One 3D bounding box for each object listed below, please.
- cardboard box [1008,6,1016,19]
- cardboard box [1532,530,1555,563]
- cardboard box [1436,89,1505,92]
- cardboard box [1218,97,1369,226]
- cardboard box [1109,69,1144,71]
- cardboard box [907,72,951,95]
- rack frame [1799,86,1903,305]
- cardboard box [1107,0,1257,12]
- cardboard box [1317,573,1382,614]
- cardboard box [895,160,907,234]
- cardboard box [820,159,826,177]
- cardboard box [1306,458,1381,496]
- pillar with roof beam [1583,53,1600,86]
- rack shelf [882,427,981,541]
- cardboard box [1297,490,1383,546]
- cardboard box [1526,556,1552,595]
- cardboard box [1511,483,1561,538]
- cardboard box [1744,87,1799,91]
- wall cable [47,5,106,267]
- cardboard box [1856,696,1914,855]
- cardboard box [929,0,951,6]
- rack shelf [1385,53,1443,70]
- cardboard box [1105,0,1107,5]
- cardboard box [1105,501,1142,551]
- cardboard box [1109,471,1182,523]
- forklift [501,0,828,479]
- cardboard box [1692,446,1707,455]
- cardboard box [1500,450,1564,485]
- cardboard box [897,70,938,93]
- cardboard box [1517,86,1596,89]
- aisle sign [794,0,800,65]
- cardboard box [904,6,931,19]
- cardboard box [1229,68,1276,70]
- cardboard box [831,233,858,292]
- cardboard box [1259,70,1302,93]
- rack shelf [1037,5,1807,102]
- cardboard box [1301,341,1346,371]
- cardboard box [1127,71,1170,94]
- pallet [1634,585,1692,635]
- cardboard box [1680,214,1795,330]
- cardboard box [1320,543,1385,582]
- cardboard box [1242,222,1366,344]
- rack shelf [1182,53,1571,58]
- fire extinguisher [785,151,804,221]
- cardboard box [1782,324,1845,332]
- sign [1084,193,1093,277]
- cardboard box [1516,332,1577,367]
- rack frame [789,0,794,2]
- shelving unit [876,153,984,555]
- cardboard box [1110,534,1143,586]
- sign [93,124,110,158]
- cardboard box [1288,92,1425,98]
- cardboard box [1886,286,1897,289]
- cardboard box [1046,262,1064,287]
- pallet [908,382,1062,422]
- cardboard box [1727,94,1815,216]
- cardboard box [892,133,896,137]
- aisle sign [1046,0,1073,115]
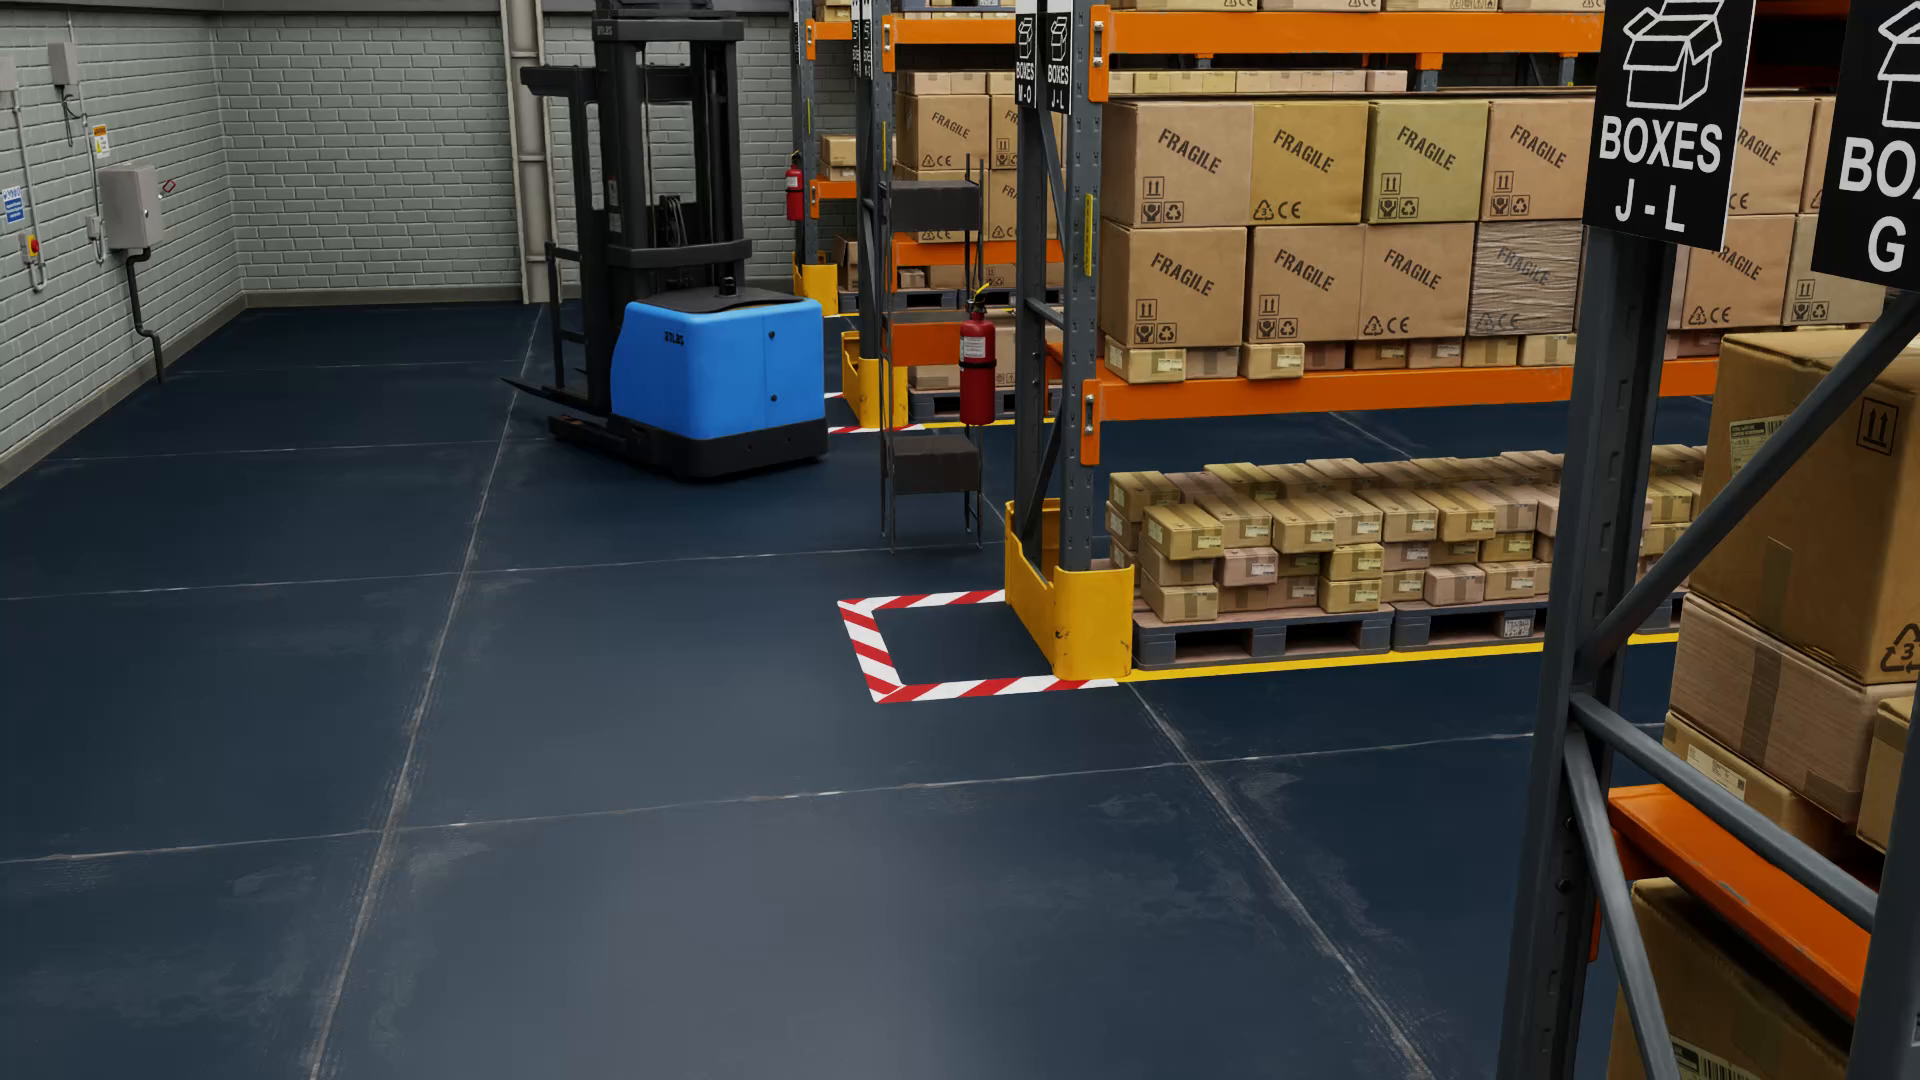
[{"bbox_3d":[0.559,-5.174,16.369,0.250,0.149,0.380,-3,17,-9],"label":"cardboard box"},{"bbox_3d":[2.795,-0.026,7.920,0.250,0.149,0.380,-4,18,-13],"label":"cardboard box"},{"bbox_3d":[3.794,-3.097,12.412,0.500,0.500,0.500,-3,17,-10],"label":"cardboard box"},{"bbox_3d":[1.404,-1.632,7.135,0.500,0.500,0.500,-3,17,-9],"label":"cardboard box"},{"bbox_3d":[1.198,-3.416,12.347,0.250,0.149,0.380,-3,17,-9],"label":"cardboard box"},{"bbox_3d":[-0.219,-3.182,11.586,0.250,0.149,0.380,-3,17,-9],"label":"cardboard box"},{"bbox_3d":[4.346,-1.208,8.136,0.127,3.000,1.000,-3,17,-10],"label":"rack frame"},{"bbox_3d":[0.907,-2.299,6.834,0.500,0.250,0.500,-3,17,-8],"label":"cardboard box"},{"bbox_3d":[1.749,0.203,7.681,0.250,0.149,0.380,-3,17,-10],"label":"cardboard box"},{"bbox_3d":[-0.197,-2.558,12.359,0.500,0.500,0.500,-3,17,-10],"label":"cardboard box"},{"bbox_3d":[-1.291,-3.813,17.045,0.250,0.149,0.380,-3,17,-11],"label":"cardboard box"},{"bbox_3d":[1.897,-0.286,8.260,0.250,0.149,0.380,-3,17,-8],"label":"cardboard box"},{"bbox_3d":[8.215,-6.242,14.308,0.400,9.000,9.100,-3,17,-10],"label":"pillar with roof beam"},{"bbox_3d":[-0.163,-0.312,9.183,0.480,0.518,0.431,-3,17,-10],"label":"rack shelf"},{"bbox_3d":[1.744,-0.104,7.667,0.250,0.149,0.380,-4,18,-13],"label":"cardboard box"},{"bbox_3d":[2.740,0.127,7.930,0.250,0.149,0.380,-3,17,-9],"label":"cardboard box"},{"bbox_3d":[2.779,-0.142,7.791,0.250,0.149,0.380,-4,17,-12],"label":"cardboard box"},{"bbox_3d":[6.274,-3.243,12.887,0.500,0.500,0.500,-3,17,-9],"label":"cardboard box"},{"bbox_3d":[-6.432,-2.980,12.174,0.122,1.984,0.588,-3,17,-10],"label":"wall cable"},{"bbox_3d":[1.782,0.431,2.549,0.500,0.250,0.500,-4,17,-12],"label":"cardboard box"},{"bbox_3d":[-0.078,-5.347,16.251,0.500,0.250,0.500,-4,17,-12],"label":"cardboard box"},{"bbox_3d":[5.271,-3.831,12.792,4.000,0.370,1.077,-3,17,-10],"label":"rack shelf"},{"bbox_3d":[0.815,-2.449,7.323,0.500,0.250,0.500,-4,17,-12],"label":"cardboard box"},{"bbox_3d":[0.882,-0.077,8.087,0.250,0.149,0.380,-4,17,-12],"label":"cardboard box"},{"bbox_3d":[0.890,-0.210,8.014,0.250,0.149,0.380,-3,17,-10],"label":"cardboard box"},{"bbox_3d":[-2.216,-2.144,11.302,1.130,2.935,3.031,-14,22,-39],"label":"forklift"},{"bbox_3d":[3.968,-0.371,8.538,0.250,0.149,0.380,-3,17,-8],"label":"cardboard box"},{"bbox_3d":[2.930,-0.333,8.413,0.250,0.149,0.380,-3,17,-9],"label":"cardboard box"},{"bbox_3d":[-0.306,-3.320,12.035,0.250,0.149,0.380,-3,17,-10],"label":"cardboard box"},{"bbox_3d":[4.706,-3.306,13.093,0.500,0.500,0.500,-3,17,-9],"label":"cardboard box"},{"bbox_3d":[-1.577,-4.992,16.027,0.004,0.787,0.394,-3,17,-10],"label":"aisle sign"},{"bbox_3d":[-0.437,-5.118,16.184,0.250,0.149,0.380,-3,17,-9],"label":"cardboard box"},{"bbox_3d":[2.201,-3.481,12.558,0.250,0.149,0.380,-3,17,-11],"label":"cardboard box"},{"bbox_3d":[-0.947,-2.851,17.023,0.637,0.503,0.797,-4,18,-13],"label":"cardboard box"},{"bbox_3d":[2.294,-3.343,12.108,0.250,0.149,0.380,-3,17,-11],"label":"cardboard box"},{"bbox_3d":[2.382,-2.187,7.439,4.000,0.370,1.077,-3,17,-10],"label":"rack shelf"},{"bbox_3d":[1.543,-0.868,7.458,0.250,0.149,0.380,-2,17,-8],"label":"cardboard box"},{"bbox_3d":[1.312,-3.257,11.828,0.250,0.149,0.380,-4,17,-12],"label":"cardboard box"},{"bbox_3d":[3.693,0.173,8.390,1.213,0.211,1.003,-3,17,-10],"label":"pallet"},{"bbox_3d":[3.414,-1.261,7.632,0.500,0.500,0.500,-4,17,-12],"label":"cardboard box"},{"bbox_3d":[1.757,0.058,7.647,0.250,0.149,0.380,-3,17,-9],"label":"cardboard box"},{"bbox_3d":[1.432,-1.158,7.295,0.500,0.500,0.500,-3,17,-10],"label":"cardboard box"},{"bbox_3d":[4.326,-5.261,17.450,4.000,0.370,1.077,-3,17,-10],"label":"rack shelf"},{"bbox_3d":[-1.622,-3.481,16.302,0.183,0.674,0.296,-3,17,-10],"label":"fire extinguisher"},{"bbox_3d":[3.877,-0.959,7.752,0.250,0.149,0.380,-4,17,-12],"label":"cardboard box"},{"bbox_3d":[0.521,-1.243,6.774,0.005,0.325,0.100,-3,17,-10],"label":"sign"},{"bbox_3d":[2.588,-0.897,7.550,0.250,0.149,0.380,-3,17,-9],"label":"cardboard box"},{"bbox_3d":[-1.565,-6.705,15.815,0.127,3.000,1.000,-3,17,-10],"label":"rack frame"},{"bbox_3d":[-0.163,-0.995,8.974,0.503,2.100,0.431,-3,17,-10],"label":"shelving unit"},{"bbox_3d":[0.895,0.087,8.059,0.250,0.149,0.380,-3,17,-10],"label":"cardboard box"},{"bbox_3d":[-6.600,-3.067,12.781,0.001,0.242,0.339,-3,17,-10],"label":"sign"},{"bbox_3d":[1.827,-1.810,7.717,0.500,0.500,0.500,-2,17,-8],"label":"cardboard box"},{"bbox_3d":[4.698,-1.368,8.369,0.250,0.149,0.380,-4,17,-12],"label":"cardboard box"},{"bbox_3d":[0.919,-2.944,17.330,0.500,0.500,0.700,-4,18,-13],"label":"cardboard box"},{"bbox_3d":[0.150,-1.141,12.666,1.213,0.211,1.003,-3,17,-10],"label":"pallet"},{"bbox_3d":[3.429,-1.741,7.493,0.500,0.500,0.500,-4,17,-12],"label":"cardboard box"},{"bbox_3d":[-0.658,-4.038,17.100,0.500,0.250,0.500,-3,17,-10],"label":"cardboard box"},{"bbox_3d":[0.403,-2.137,6.734,0.004,0.787,0.394,-3,17,-10],"label":"aisle sign"}]
